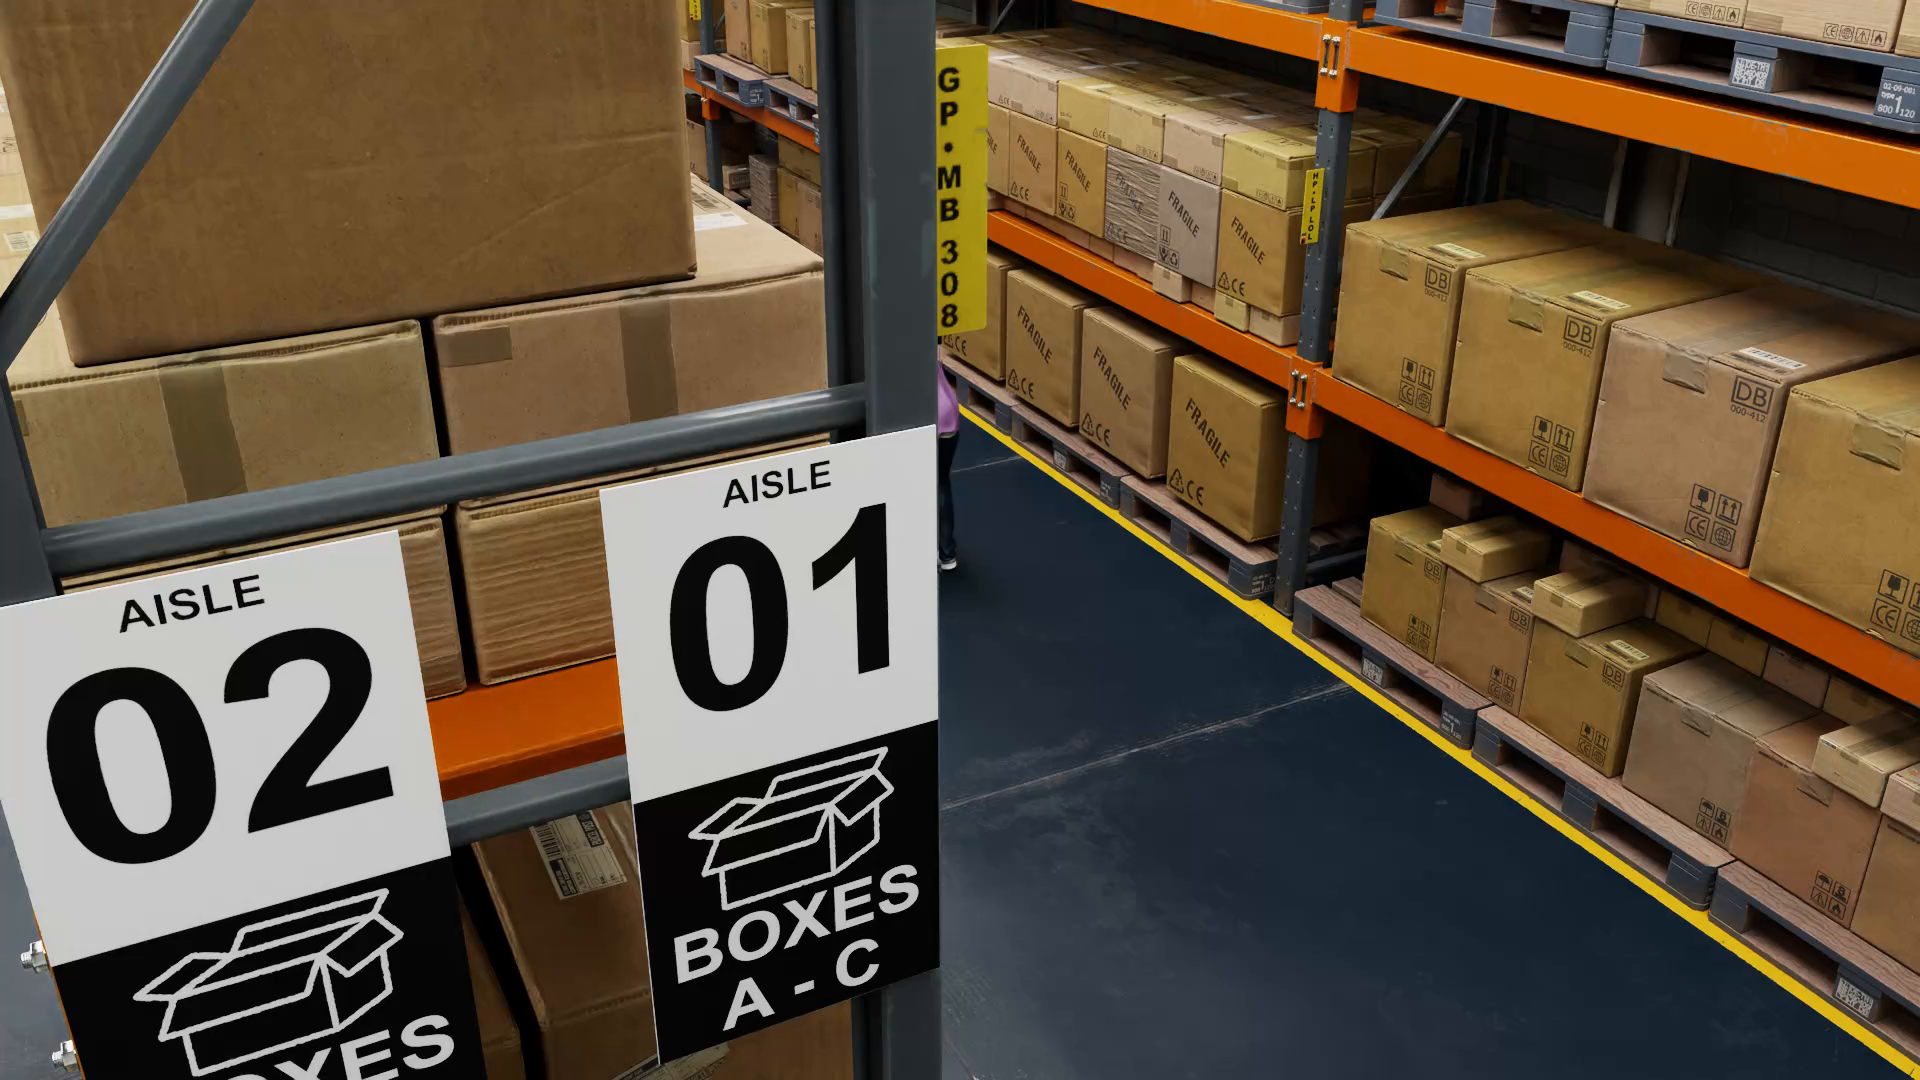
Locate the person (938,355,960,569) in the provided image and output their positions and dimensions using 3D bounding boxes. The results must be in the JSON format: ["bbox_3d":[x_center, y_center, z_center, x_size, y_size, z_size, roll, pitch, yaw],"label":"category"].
[{"bbox_3d":[-0.252,-0.550,8.438,0.380,1.444,0.645,-14,29,-26],"label":"person"}]
